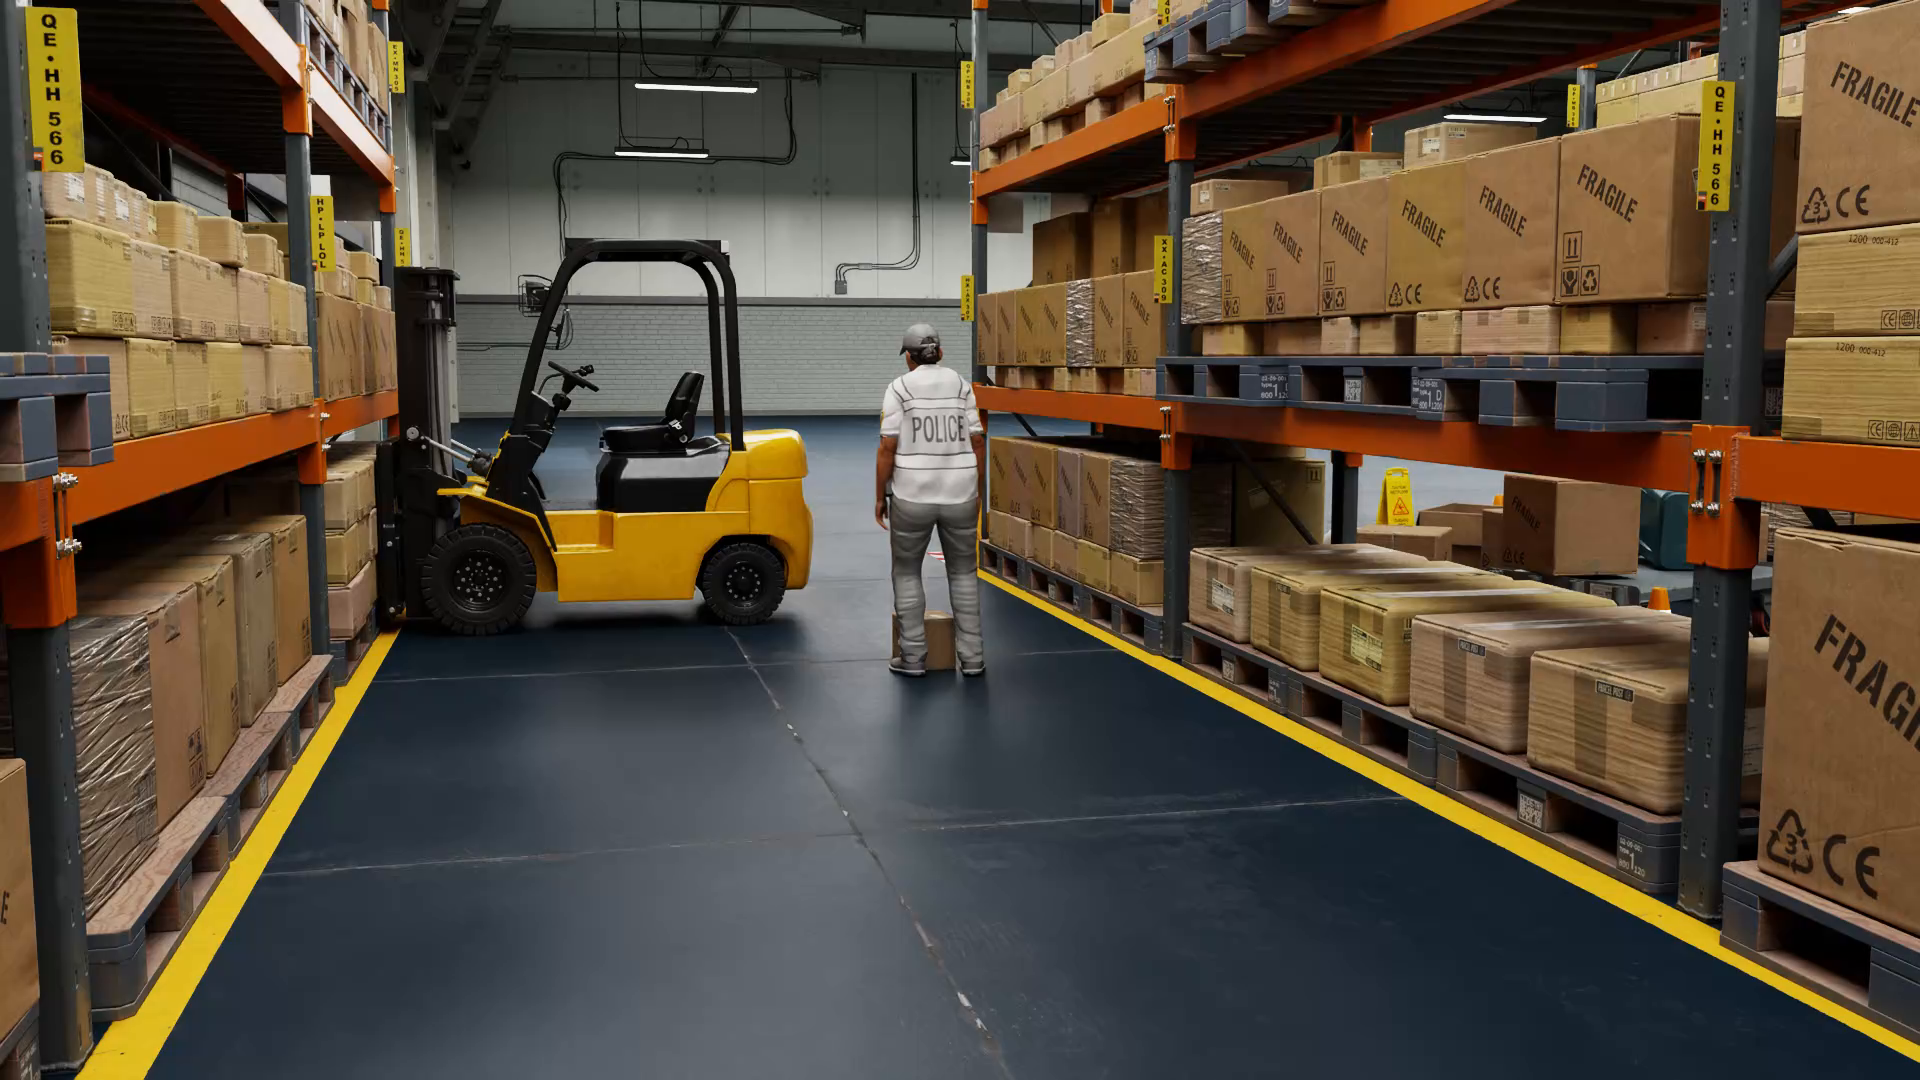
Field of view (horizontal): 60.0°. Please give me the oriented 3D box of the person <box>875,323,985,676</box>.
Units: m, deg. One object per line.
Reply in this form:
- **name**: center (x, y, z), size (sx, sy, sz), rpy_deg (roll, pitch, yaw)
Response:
- **person**: center (-0.130, -0.187, 7.865), size (0.563, 1.667, 0.461), rpy_deg (-2, 7, -17)
